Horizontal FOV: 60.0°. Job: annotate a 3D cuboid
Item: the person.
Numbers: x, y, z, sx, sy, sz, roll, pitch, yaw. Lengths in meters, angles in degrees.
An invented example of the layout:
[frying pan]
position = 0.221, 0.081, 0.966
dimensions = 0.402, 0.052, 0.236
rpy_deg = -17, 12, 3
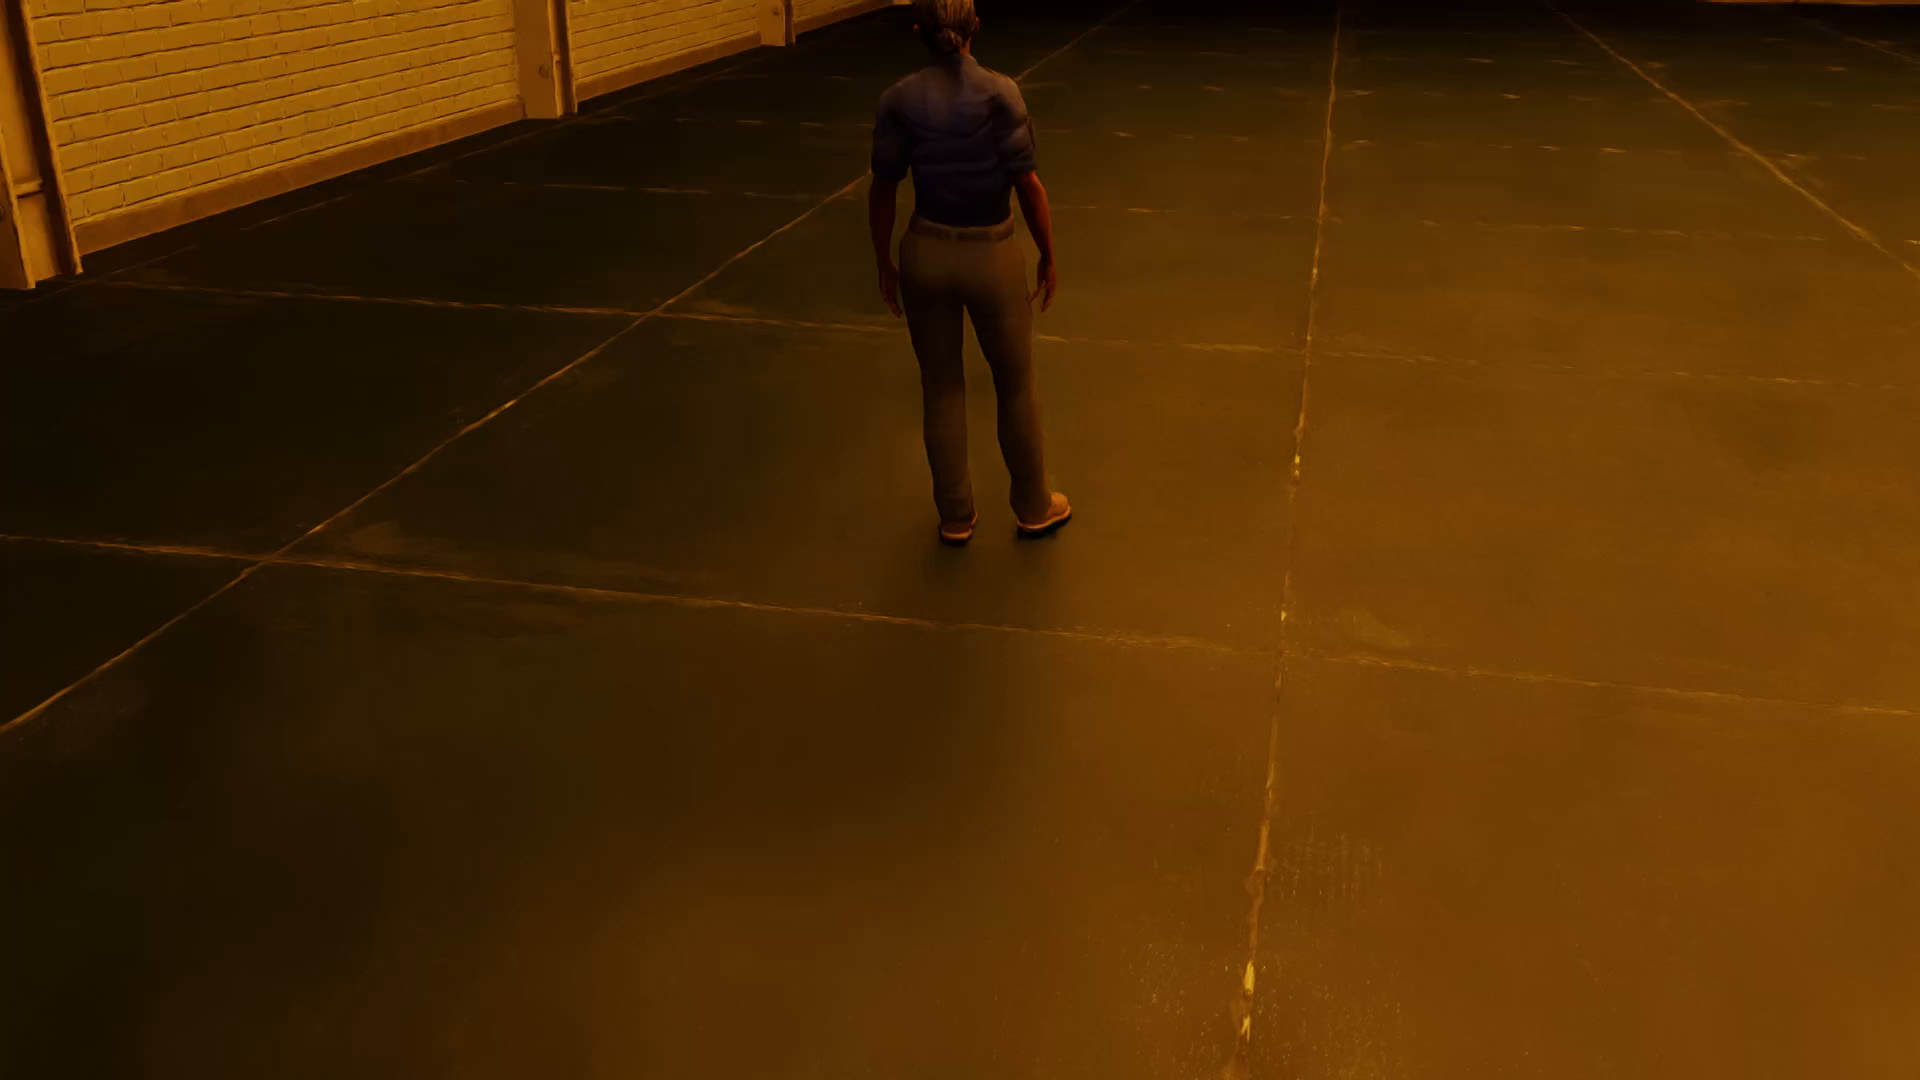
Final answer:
[person]
position = 0.038, -0.803, 4.909
dimensions = 0.570, 1.654, 0.503
rpy_deg = 5, 23, 11
